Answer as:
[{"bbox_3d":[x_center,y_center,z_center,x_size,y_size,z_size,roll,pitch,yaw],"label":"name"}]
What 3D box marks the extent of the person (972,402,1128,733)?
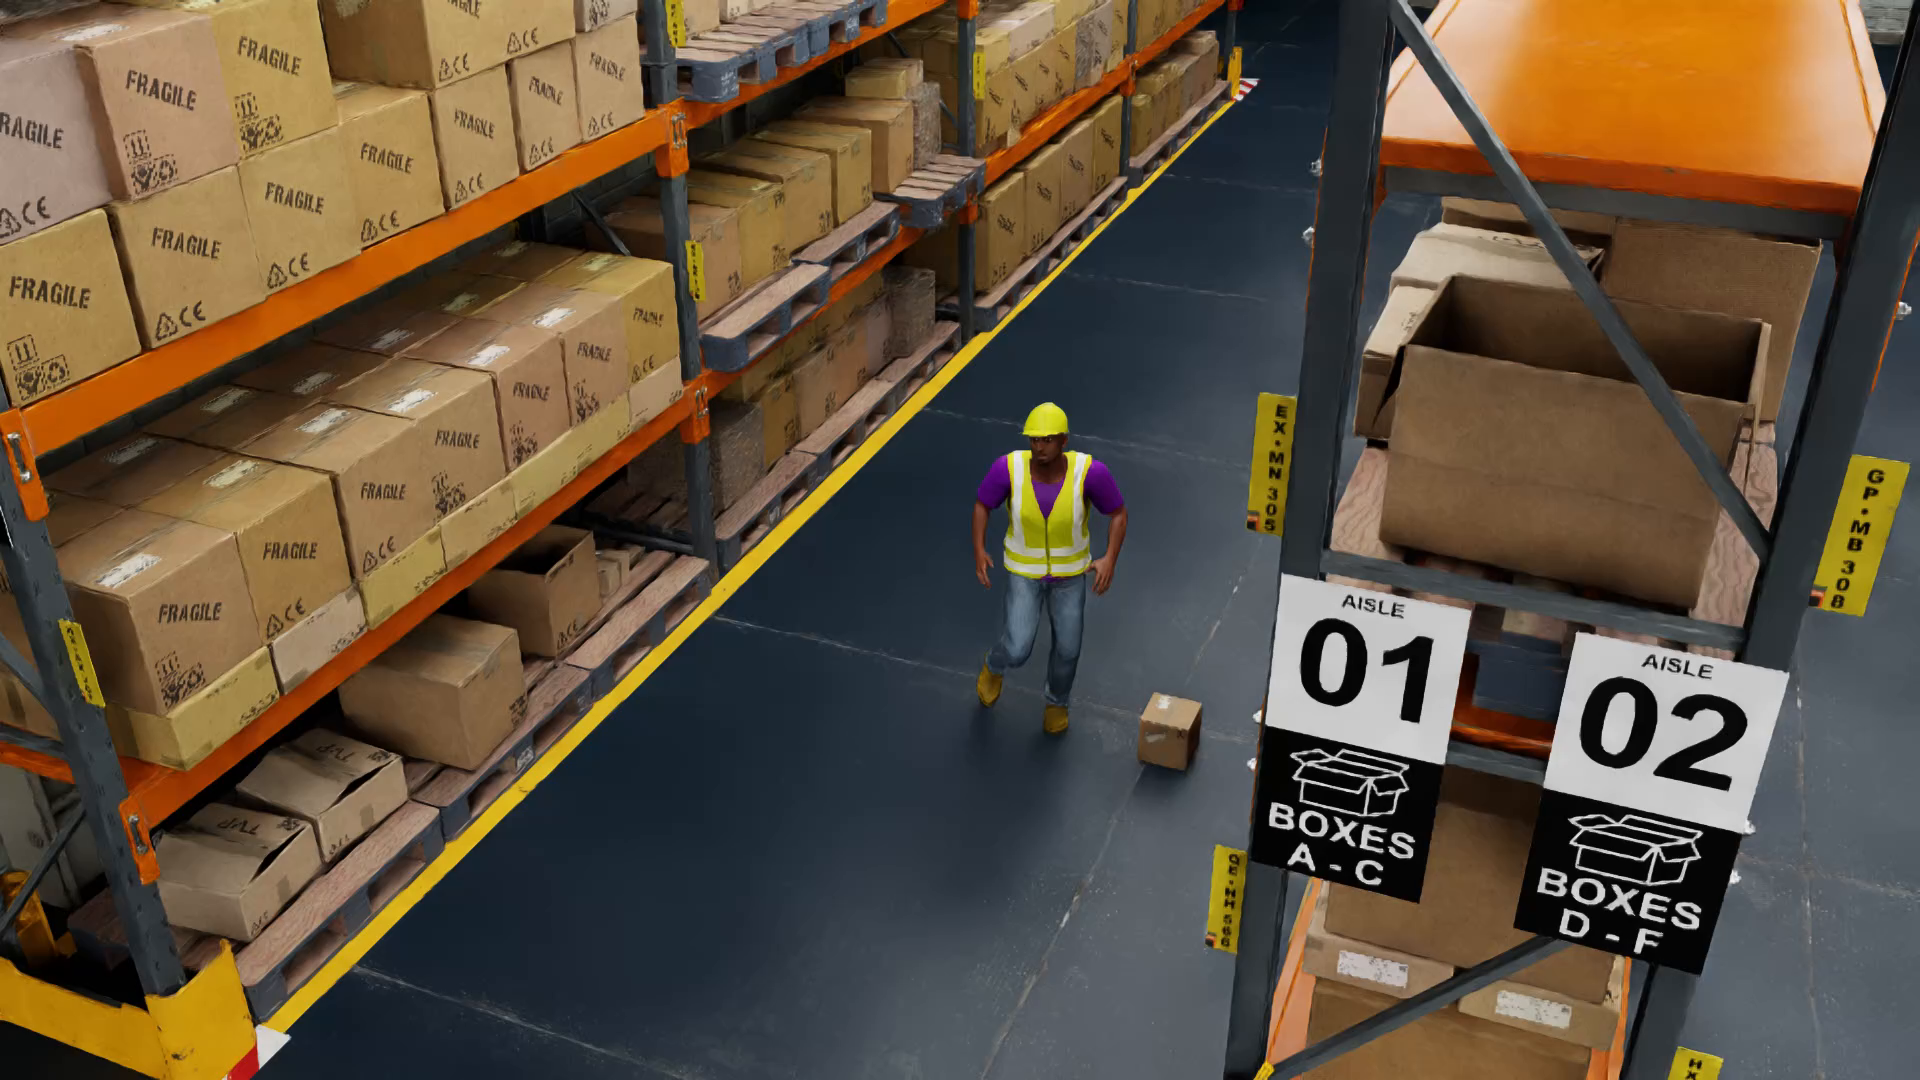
[{"bbox_3d":[0.439,0.154,8.139,0.756,1.730,0.503,-1,29,-2],"label":"person"}]
